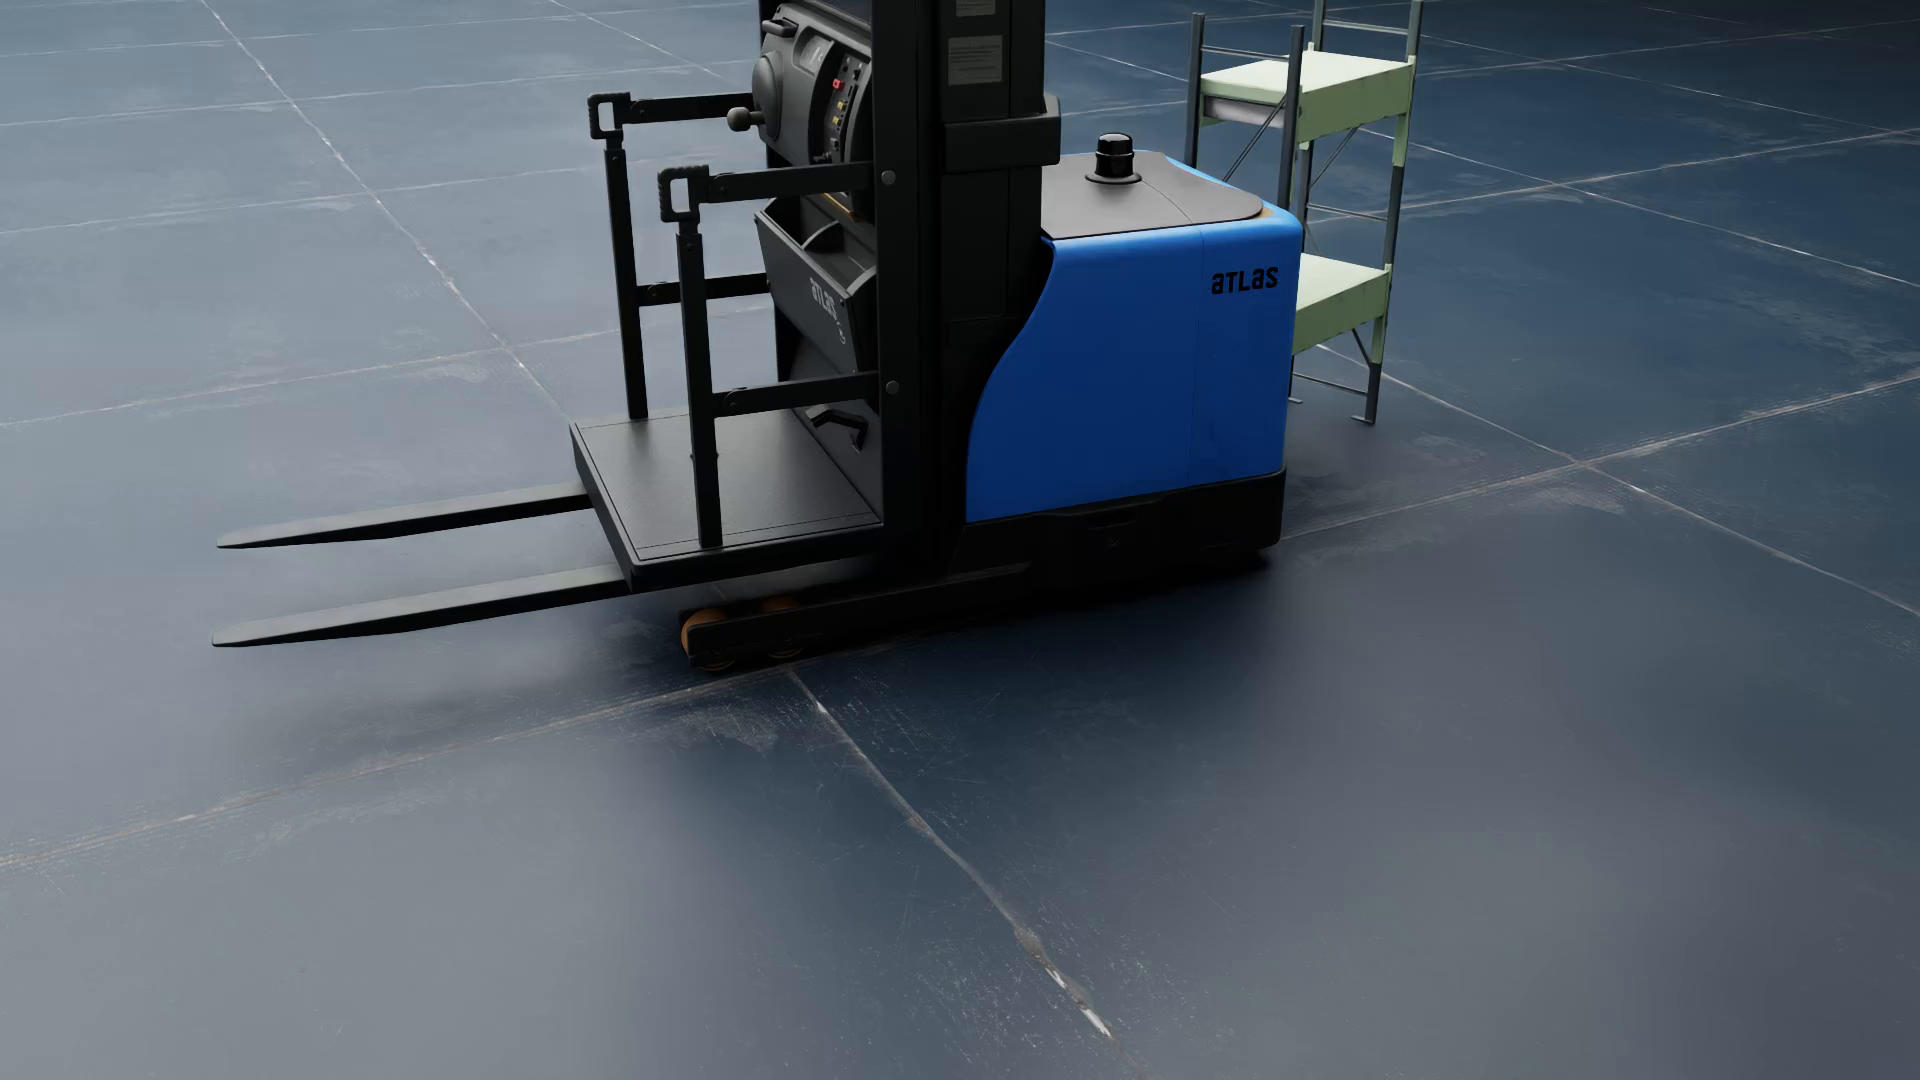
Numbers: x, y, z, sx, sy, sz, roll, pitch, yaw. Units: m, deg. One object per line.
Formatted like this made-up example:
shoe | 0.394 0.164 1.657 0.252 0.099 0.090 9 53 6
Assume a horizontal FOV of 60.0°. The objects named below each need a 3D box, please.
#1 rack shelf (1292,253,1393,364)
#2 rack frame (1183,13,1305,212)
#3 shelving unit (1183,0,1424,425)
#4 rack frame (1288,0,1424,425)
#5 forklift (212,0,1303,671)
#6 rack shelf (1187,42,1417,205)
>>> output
rack shelf | 1.134 -0.753 5.840 0.431 0.370 0.720 22 33 38
rack frame | 0.887 -0.931 5.455 0.400 1.500 0.023 22 33 38
shelving unit | 1.134 -1.047 5.698 0.431 1.500 0.755 22 33 38
rack frame | 1.382 -1.164 5.942 0.400 1.500 0.023 22 33 38
forklift | -0.587 -1.224 4.414 3.031 2.935 1.130 -9 27 -19
rack shelf | 1.134 -1.399 5.530 0.431 0.370 0.720 22 33 38
